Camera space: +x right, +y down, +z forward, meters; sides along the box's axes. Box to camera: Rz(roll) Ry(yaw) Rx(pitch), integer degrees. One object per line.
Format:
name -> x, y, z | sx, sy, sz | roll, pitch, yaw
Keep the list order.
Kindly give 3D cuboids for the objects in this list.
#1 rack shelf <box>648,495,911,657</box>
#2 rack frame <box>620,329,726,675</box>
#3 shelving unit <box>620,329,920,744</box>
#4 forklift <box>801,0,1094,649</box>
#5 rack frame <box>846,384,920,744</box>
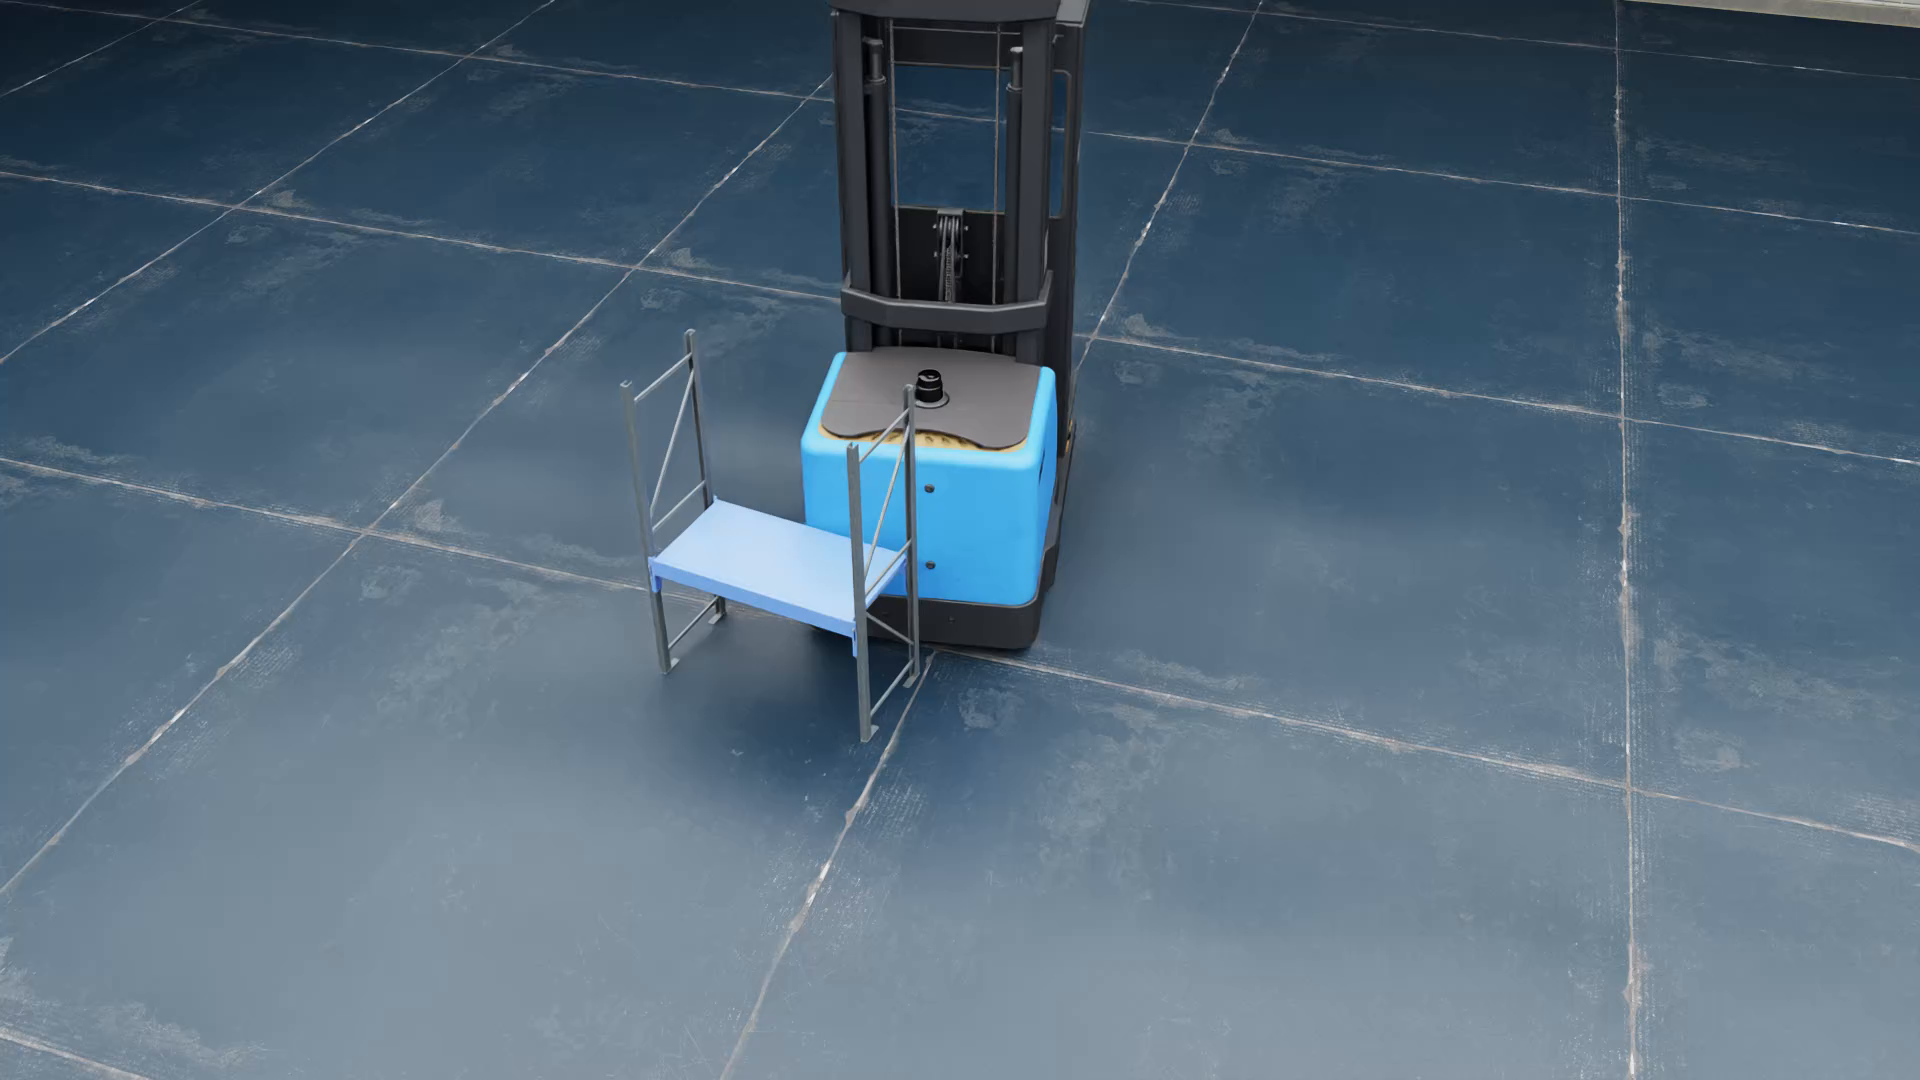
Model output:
rack shelf -> -0.760, 0.140, 7.097 | 1.000, 0.185, 0.538 | 16, 39, 20
rack frame -> -1.218, -0.135, 7.168 | 0.032, 1.500, 0.500 | 16, 39, 20
shelving unit -> -0.760, -0.004, 6.990 | 1.048, 1.500, 0.538 | 16, 39, 20
forklift -> 0.025, -1.557, 7.893 | 1.130, 2.935, 3.031 | 5, 37, 6
rack frame -> -0.302, 0.127, 6.812 | 0.032, 1.500, 0.500 | 16, 39, 20
